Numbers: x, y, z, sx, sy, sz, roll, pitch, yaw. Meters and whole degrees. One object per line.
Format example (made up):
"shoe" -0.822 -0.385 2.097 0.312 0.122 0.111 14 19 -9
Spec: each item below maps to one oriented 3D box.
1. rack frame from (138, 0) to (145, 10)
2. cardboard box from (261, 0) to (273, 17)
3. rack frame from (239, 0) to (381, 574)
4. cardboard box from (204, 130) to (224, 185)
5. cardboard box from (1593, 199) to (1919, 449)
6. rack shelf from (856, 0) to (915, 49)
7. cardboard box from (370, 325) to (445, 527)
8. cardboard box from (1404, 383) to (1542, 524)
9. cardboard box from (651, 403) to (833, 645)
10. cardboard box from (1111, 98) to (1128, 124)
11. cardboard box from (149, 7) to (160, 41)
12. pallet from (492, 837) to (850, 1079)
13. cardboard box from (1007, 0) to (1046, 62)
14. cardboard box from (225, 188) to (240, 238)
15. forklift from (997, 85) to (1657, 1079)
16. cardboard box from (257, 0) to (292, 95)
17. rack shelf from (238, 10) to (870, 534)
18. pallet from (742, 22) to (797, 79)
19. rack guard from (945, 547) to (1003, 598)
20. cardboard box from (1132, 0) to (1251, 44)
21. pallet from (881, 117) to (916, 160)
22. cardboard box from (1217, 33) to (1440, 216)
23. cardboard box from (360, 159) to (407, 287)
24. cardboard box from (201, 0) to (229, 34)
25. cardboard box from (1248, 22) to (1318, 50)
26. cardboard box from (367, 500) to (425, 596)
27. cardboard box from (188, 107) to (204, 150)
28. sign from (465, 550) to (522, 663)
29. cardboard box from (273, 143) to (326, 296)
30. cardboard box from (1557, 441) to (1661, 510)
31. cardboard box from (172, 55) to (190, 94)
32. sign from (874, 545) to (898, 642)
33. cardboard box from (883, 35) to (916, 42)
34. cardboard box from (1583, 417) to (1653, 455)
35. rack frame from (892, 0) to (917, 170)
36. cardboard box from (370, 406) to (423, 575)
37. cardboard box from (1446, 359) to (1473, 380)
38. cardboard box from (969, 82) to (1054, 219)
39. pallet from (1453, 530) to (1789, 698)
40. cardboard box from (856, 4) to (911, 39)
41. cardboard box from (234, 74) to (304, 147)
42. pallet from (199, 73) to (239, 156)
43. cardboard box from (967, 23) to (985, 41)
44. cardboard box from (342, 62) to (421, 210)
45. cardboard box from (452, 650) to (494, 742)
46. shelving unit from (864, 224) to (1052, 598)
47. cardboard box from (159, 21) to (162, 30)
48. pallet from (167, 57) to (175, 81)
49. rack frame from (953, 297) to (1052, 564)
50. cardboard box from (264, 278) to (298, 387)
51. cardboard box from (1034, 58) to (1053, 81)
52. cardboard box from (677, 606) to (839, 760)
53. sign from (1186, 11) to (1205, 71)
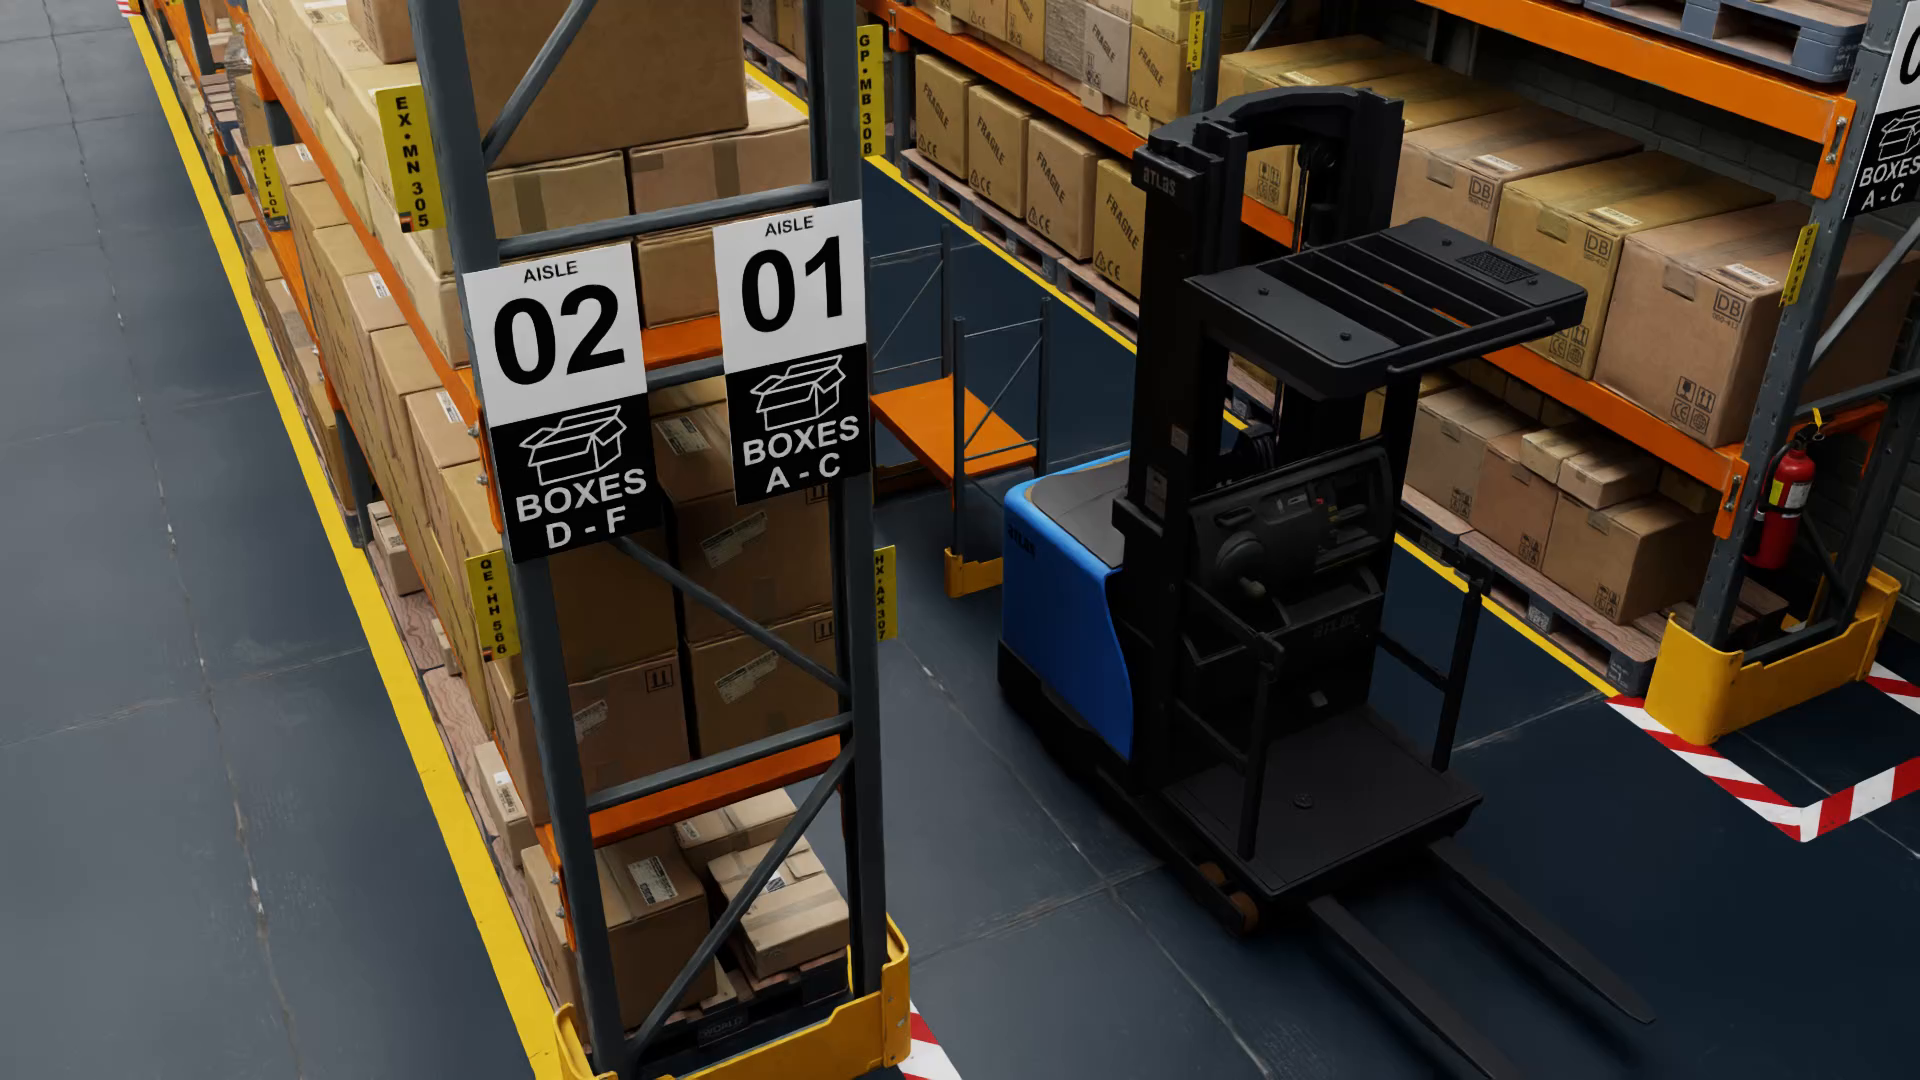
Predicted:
"rack frame" -8.173 -6.970 16.849 1.000 3.000 0.127 -16 36 -23
"cardboard box" -2.337 -2.121 6.175 0.500 0.250 0.500 -16 36 -23
"rack frame" -2.578 -1.243 7.910 1.000 3.000 0.127 -16 36 -23
"cardboard box" -5.153 -2.842 12.045 0.500 0.311 0.500 -16 36 -24
"cardboard box" 3.421 -0.949 7.173 0.980 0.700 0.700 -14 35 -21
"rack shelf" -0.995 -5.051 14.521 1.077 0.370 4.000 -16 36 -23
"cardboard box" -1.646 -0.428 5.618 0.500 0.500 0.500 -15 36 -22
"cardboard box" 2.784 -0.494 8.668 0.700 0.500 0.500 -17 36 -25
"cardboard box" -0.687 -0.076 5.068 0.500 0.500 0.500 -15 35 -22
"cardboard box" 1.175 -2.733 10.450 0.380 0.149 0.250 -15 35 -22
"cardboard box" -7.422 -4.961 15.872 0.500 0.250 0.500 -16 36 -23
"pallet" -1.121 1.423 6.333 1.003 0.211 1.213 -16 36 -23
"cardboard box" 0.653 -3.544 11.114 0.500 0.500 0.500 -15 36 -22
"cardboard box" -4.904 -2.361 11.814 0.500 0.250 0.500 -15 36 -22
"forklift" 1.356 -0.004 6.038 1.130 2.935 3.031 -18 37 -25
"cardboard box" -2.341 -1.909 6.308 0.500 0.250 0.500 -16 36 -23
"rack shelf" -1.646 -1.249 5.805 1.077 0.370 4.000 -16 36 -23
"pallet" -1.563 -4.764 15.990 1.003 0.211 1.213 -16 36 -23
"rack guard" 0.197 0.096 8.368 0.587 0.250 0.087 -16 36 -23
"cardboard box" 1.358 -3.141 9.790 0.500 0.250 0.500 -15 36 -22
"pallet" -0.426 -3.599 14.172 1.003 0.211 1.213 -16 36 -23
"cardboard box" 2.041 -2.354 9.366 0.980 0.700 0.700 -15 36 -22
"cardboard box" -1.409 -0.954 4.818 0.500 0.250 0.500 -16 36 -23
"cardboard box" -5.240 -3.991 12.106 0.500 0.500 0.500 -18 37 -26
"cardboard box" 1.811 -2.950 10.187 0.500 0.500 0.500 -17 36 -25
"cardboard box" -2.574 -0.042 8.119 0.500 0.311 0.500 -16 36 -23
"cardboard box" -5.858 -3.335 13.334 0.500 0.250 0.500 -17 36 -25
"sign" -1.214 0.175 4.330 0.100 0.325 0.005 -16 36 -23
"cardboard box" -2.607 -1.411 7.152 0.500 0.500 0.500 -15 36 -22
"cardboard box" 3.031 -0.304 7.770 0.380 0.149 0.250 -16 36 -24
"cardboard box" -6.107 -3.816 13.566 0.500 0.311 0.500 -16 36 -24
"sign" -0.233 0.165 4.910 0.100 0.325 0.005 -16 36 -23
"cardboard box" -0.582 -4.138 14.338 0.700 0.500 0.500 -16 36 -23
"cardboard box" 3.251 -0.521 8.109 0.380 0.149 0.250 -16 36 -23
"rack frame" -0.063 -4.400 12.837 1.000 3.000 0.127 -16 36 -23
"cardboard box" -1.870 -0.248 6.264 0.500 0.500 0.500 -16 36 -24
"cardboard box" 2.777 -1.005 8.864 0.380 0.149 0.250 -17 36 -24
"cardboard box" 0.567 -2.868 12.049 0.750 0.750 0.750 -16 36 -23
"pallet" 3.225 0.230 8.195 1.003 0.211 1.213 -16 36 -23
"cardboard box" -0.655 -4.467 14.155 0.500 0.250 0.500 -15 36 -22
"cardboard box" -3.457 -2.290 9.062 0.700 0.500 0.500 -26 41 -35
"pallet" -4.065 -2.766 10.464 1.213 0.211 1.003 -16 36 -23
"cardboard box" 0.271 -3.728 12.002 0.380 0.149 0.250 -16 36 -24
"cardboard box" -1.412 -1.164 4.682 0.500 0.250 0.500 -16 36 -23
"cardboard box" -1.698 0.518 7.067 0.797 0.503 0.637 -16 36 -23
"shelving unit" -0.036 -0.668 8.402 0.587 1.500 1.083 -16 36 -23
"cardboard box" -6.941 -4.804 14.932 0.500 0.500 0.500 -16 36 -23
"pallet" -6.642 -4.277 15.230 1.003 0.211 1.213 -16 36 -23
"rack frame" 0.197 -0.430 8.030 0.500 1.500 0.032 -16 36 -23
"cardboard box" -3.757 -1.259 9.844 0.500 0.500 0.500 -17 36 -25
"cardboard box" 0.727 -3.231 11.227 0.380 0.149 0.250 -15 35 -22
"cardboard box" -0.687 0.345 5.337 0.500 0.500 0.500 -15 36 -22
"sign" 1.327 -2.804 9.346 0.100 0.325 0.005 -16 36 -23
